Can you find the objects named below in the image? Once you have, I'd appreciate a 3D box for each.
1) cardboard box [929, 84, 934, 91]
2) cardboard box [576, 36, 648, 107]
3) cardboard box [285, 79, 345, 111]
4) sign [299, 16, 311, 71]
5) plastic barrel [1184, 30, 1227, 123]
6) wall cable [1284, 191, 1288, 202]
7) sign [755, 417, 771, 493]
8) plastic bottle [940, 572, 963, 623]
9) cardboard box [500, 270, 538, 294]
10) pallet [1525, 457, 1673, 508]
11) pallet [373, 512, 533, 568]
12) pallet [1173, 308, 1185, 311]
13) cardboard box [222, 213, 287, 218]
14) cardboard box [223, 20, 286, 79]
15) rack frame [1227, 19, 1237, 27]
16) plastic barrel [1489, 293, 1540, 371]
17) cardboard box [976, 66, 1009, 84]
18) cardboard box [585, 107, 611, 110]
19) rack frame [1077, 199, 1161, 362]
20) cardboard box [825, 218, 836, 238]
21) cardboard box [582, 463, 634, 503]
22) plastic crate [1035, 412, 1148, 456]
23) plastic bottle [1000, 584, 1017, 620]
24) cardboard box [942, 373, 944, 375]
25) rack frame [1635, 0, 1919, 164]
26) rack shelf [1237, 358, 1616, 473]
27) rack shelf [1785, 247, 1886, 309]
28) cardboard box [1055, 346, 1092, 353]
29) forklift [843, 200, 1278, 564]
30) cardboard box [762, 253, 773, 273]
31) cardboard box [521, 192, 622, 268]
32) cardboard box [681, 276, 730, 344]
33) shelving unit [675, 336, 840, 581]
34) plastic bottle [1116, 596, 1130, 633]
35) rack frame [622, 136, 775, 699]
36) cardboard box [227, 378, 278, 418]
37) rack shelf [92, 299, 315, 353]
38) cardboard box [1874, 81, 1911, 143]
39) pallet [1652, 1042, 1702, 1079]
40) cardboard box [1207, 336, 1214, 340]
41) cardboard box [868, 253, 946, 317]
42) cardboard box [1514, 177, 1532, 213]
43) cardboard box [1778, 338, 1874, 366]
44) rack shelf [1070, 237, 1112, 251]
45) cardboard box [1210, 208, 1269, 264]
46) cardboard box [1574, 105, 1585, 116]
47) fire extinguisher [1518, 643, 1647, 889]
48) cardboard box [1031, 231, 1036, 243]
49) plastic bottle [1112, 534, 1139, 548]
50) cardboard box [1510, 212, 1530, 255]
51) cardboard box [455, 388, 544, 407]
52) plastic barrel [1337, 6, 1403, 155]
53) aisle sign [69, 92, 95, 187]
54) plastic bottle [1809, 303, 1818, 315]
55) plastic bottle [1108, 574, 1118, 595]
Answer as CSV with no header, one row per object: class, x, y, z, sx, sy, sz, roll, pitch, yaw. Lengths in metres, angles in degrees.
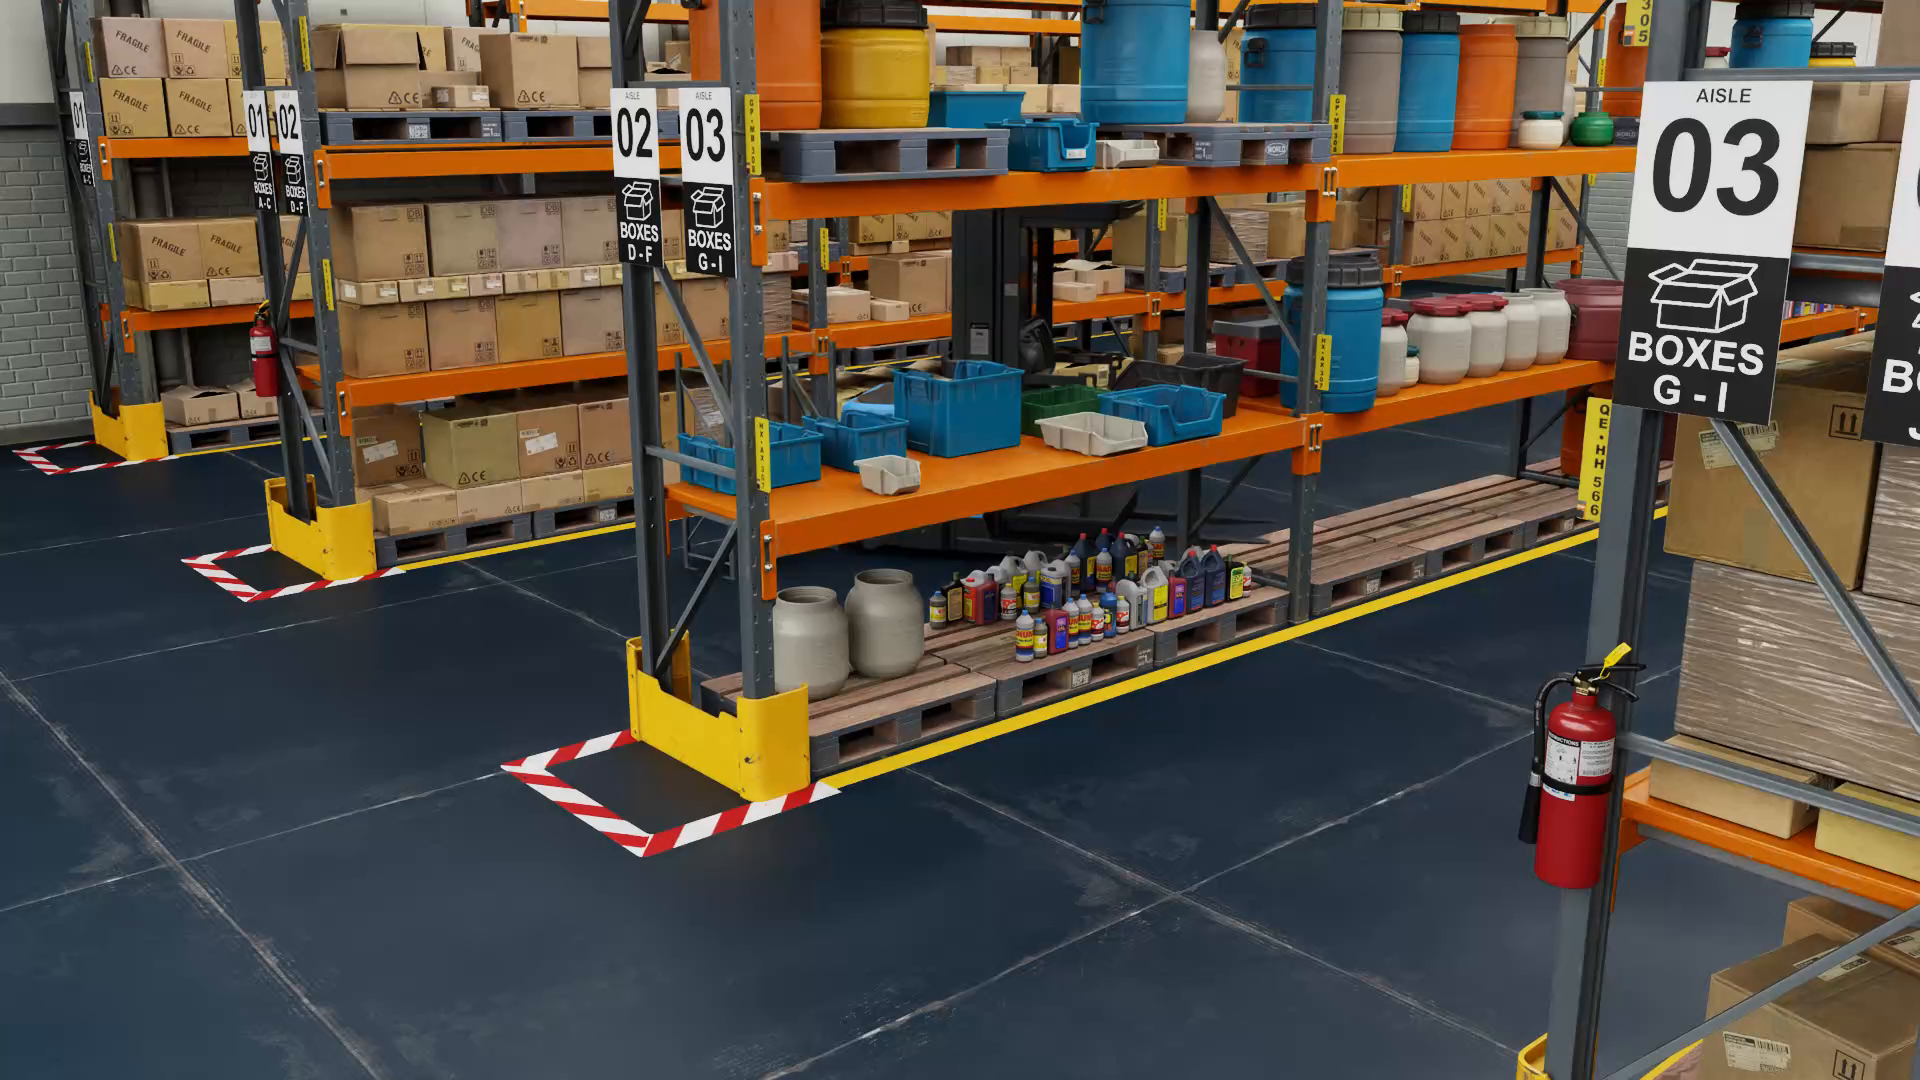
cardboard box,-0.571,-3.767,14.204,0.500,0.250,0.500,14,20,42
cardboard box,-2.780,-3.506,12.467,0.637,0.503,0.797,-10,18,-33
cardboard box,-6.103,-4.060,15.592,0.500,0.500,0.500,-11,19,-36
sign,-4.113,-3.114,10.436,0.005,0.325,0.100,-13,19,-39
plastic barrel,1.340,-2.698,9.693,0.421,0.512,0.421,0,15,0
wall cable,4.688,-5.880,26.481,1.851,1.984,0.084,-13,19,-39
sign,-0.866,-0.374,7.303,0.005,0.325,0.100,-13,19,-39
plastic bottle,-0.050,0.331,9.608,0.133,0.283,0.061,-12,19,-38
cardboard box,-3.257,-1.875,12.006,0.250,0.149,0.380,-14,20,-41
pallet,5.379,-0.498,13.706,1.213,0.211,1.003,-13,19,-39
pallet,-3.923,-0.104,12.230,1.213,0.211,1.003,-13,19,-39
pallet,2.871,-3.284,24.136,1.213,0.211,1.003,-13,19,-39
cardboard box,-6.738,-2.870,15.980,0.500,0.500,0.500,-13,20,-41
cardboard box,-6.486,-4.450,15.113,0.500,0.500,0.500,-12,19,-38
rack frame,4.343,-7.886,24.336,0.127,3.000,1.000,-13,19,-39
plastic barrel,3.858,-1.471,11.726,0.421,0.512,0.421,0,15,0
cardboard box,0.212,-5.786,21.238,0.500,0.500,0.700,-13,20,-40
cardboard box,-3.780,-4.745,17.749,0.500,0.311,0.500,-12,19,-38
rack frame,1.563,-2.669,16.428,0.127,3.000,1.000,-13,19,-39
cardboard box,-1.509,-3.965,20.474,0.500,0.500,0.500,-12,19,-39
cardboard box,-2.789,-0.489,12.784,0.500,0.250,0.500,-13,19,-39
plastic crate,0.735,-0.574,9.099,0.437,0.136,0.530,-13,19,-39
plastic bottle,0.283,0.355,9.680,0.097,0.201,0.097,0,15,0
cardboard box,0.179,-1.419,15.176,0.500,0.311,0.500,-12,19,-38
rack frame,2.028,-2.283,3.358,0.127,3.000,1.000,-13,19,-39
rack shelf,3.303,-1.017,11.640,4.000,0.370,1.077,-13,19,-39
rack shelf,3.536,-0.825,5.107,4.000,0.370,1.077,-13,19,-39
cardboard box,0.975,-1.783,16.539,0.500,0.311,0.500,-12,19,-38
forklift,0.731,-1.364,11.676,3.031,2.935,1.130,4,15,15
cardboard box,-1.707,-2.224,13.311,0.250,0.149,0.380,-13,20,-41
cardboard box,-2.921,-2.335,12.470,0.500,0.500,0.700,-13,19,-39
cardboard box,-2.179,-1.872,13.254,0.500,0.500,0.700,-13,20,-40
shelving unit,-1.392,-0.597,11.578,0.538,1.500,1.048,12,19,37
plastic bottle,0.912,0.418,9.443,0.097,0.201,0.097,0,15,0
rack frame,-1.224,-0.349,7.742,0.127,3.000,1.000,-13,19,-39
cardboard box,-6.716,-1.387,15.988,0.500,0.311,0.500,-11,18,-35
rack shelf,-6.218,-2.268,16.324,4.000,0.370,1.077,-13,19,-39
cardboard box,2.306,-1.083,4.196,0.250,0.149,0.380,-13,20,-41
pallet,2.721,1.819,5.030,1.213,0.211,1.003,-13,19,-39
cardboard box,2.867,-1.869,17.425,0.500,0.500,0.500,-13,20,-40
cardboard box,-0.467,-2.256,14.688,0.500,0.500,0.500,-11,18,-35
cardboard box,6.674,-4.252,20.224,0.500,0.500,0.500,-12,19,-38
cardboard box,2.654,-0.286,4.802,0.500,0.500,0.500,-13,19,-39
rack shelf,2.834,-4.301,23.935,4.000,0.370,1.077,-13,19,-39
cardboard box,2.779,-3.166,17.284,0.500,0.500,0.700,-9,17,-29
cardboard box,7.383,-5.262,20.616,0.500,0.250,0.500,-13,19,-39
fire extinguisher,1.639,0.583,4.406,0.183,0.674,0.296,-13,19,-39
cardboard box,0.857,-4.004,21.874,0.250,0.149,0.380,-12,19,-38
plastic bottle,1.040,0.106,10.466,0.135,0.276,0.152,-12,19,-37
cardboard box,6.669,-3.771,20.363,0.500,0.500,0.500,-12,19,-39
cardboard box,-3.518,-0.871,12.761,0.500,0.500,0.500,-13,19,-39
plastic barrel,2.528,-2.957,10.723,0.600,0.901,0.600,0,15,0
aisle sign,-7.584,-3.463,14.363,0.004,0.787,0.394,-13,19,-39
plastic bottle,7.468,-2.130,14.652,0.135,0.276,0.152,-13,19,-39
plastic bottle,0.913,0.332,9.605,0.133,0.283,0.061,-13,19,-39
